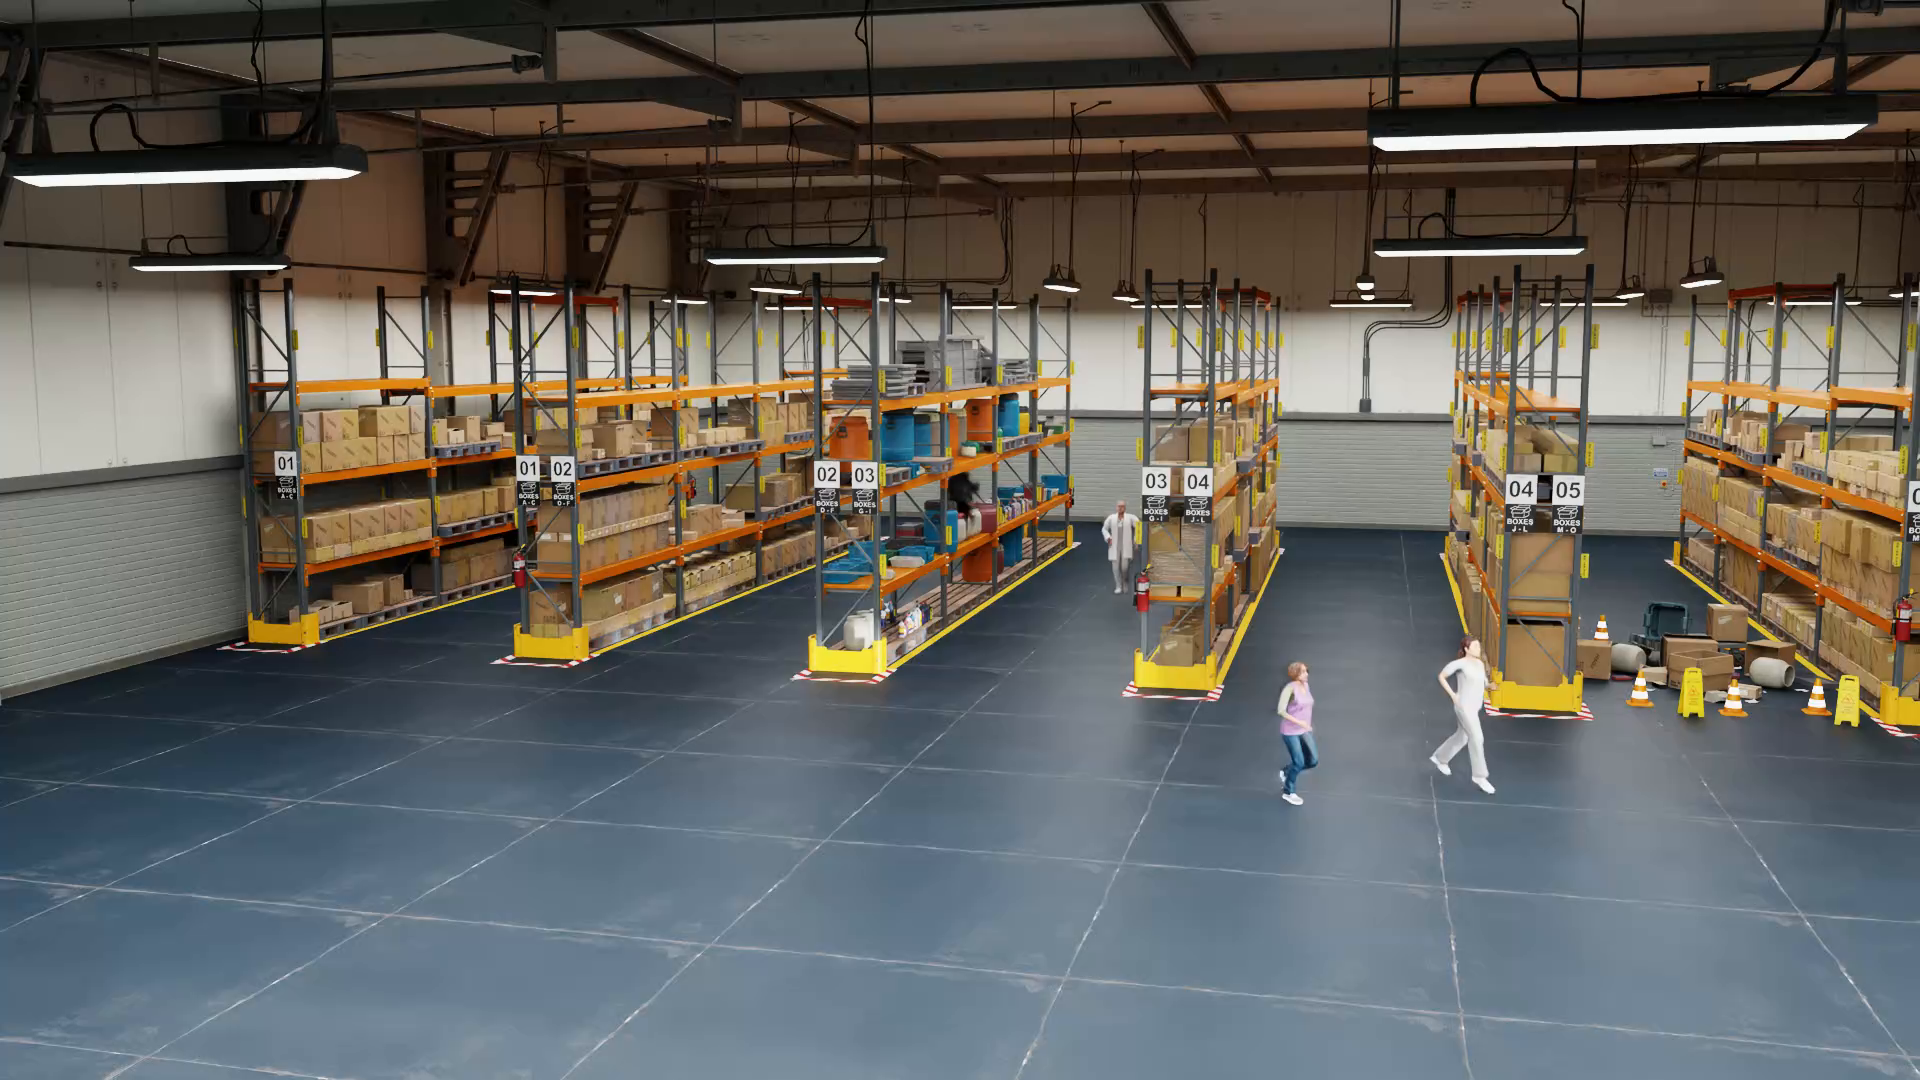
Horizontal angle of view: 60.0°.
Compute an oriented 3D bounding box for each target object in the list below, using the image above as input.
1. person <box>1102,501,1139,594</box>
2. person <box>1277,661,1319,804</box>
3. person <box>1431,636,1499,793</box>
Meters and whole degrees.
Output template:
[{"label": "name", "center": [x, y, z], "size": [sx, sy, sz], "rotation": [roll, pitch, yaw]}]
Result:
[{"label": "person", "center": [2.996, 0.149, 30.882], "size": [0.759, 1.753, 0.610], "rotation": [1, 7, 12]}, {"label": "person", "center": [3.637, 2.126, 17.982], "size": [0.543, 1.466, 0.530], "rotation": [-6, 9, -41]}, {"label": "person", "center": [5.717, 1.922, 18.775], "size": [0.558, 1.709, 0.888], "rotation": [-6, 9, -41]}]
